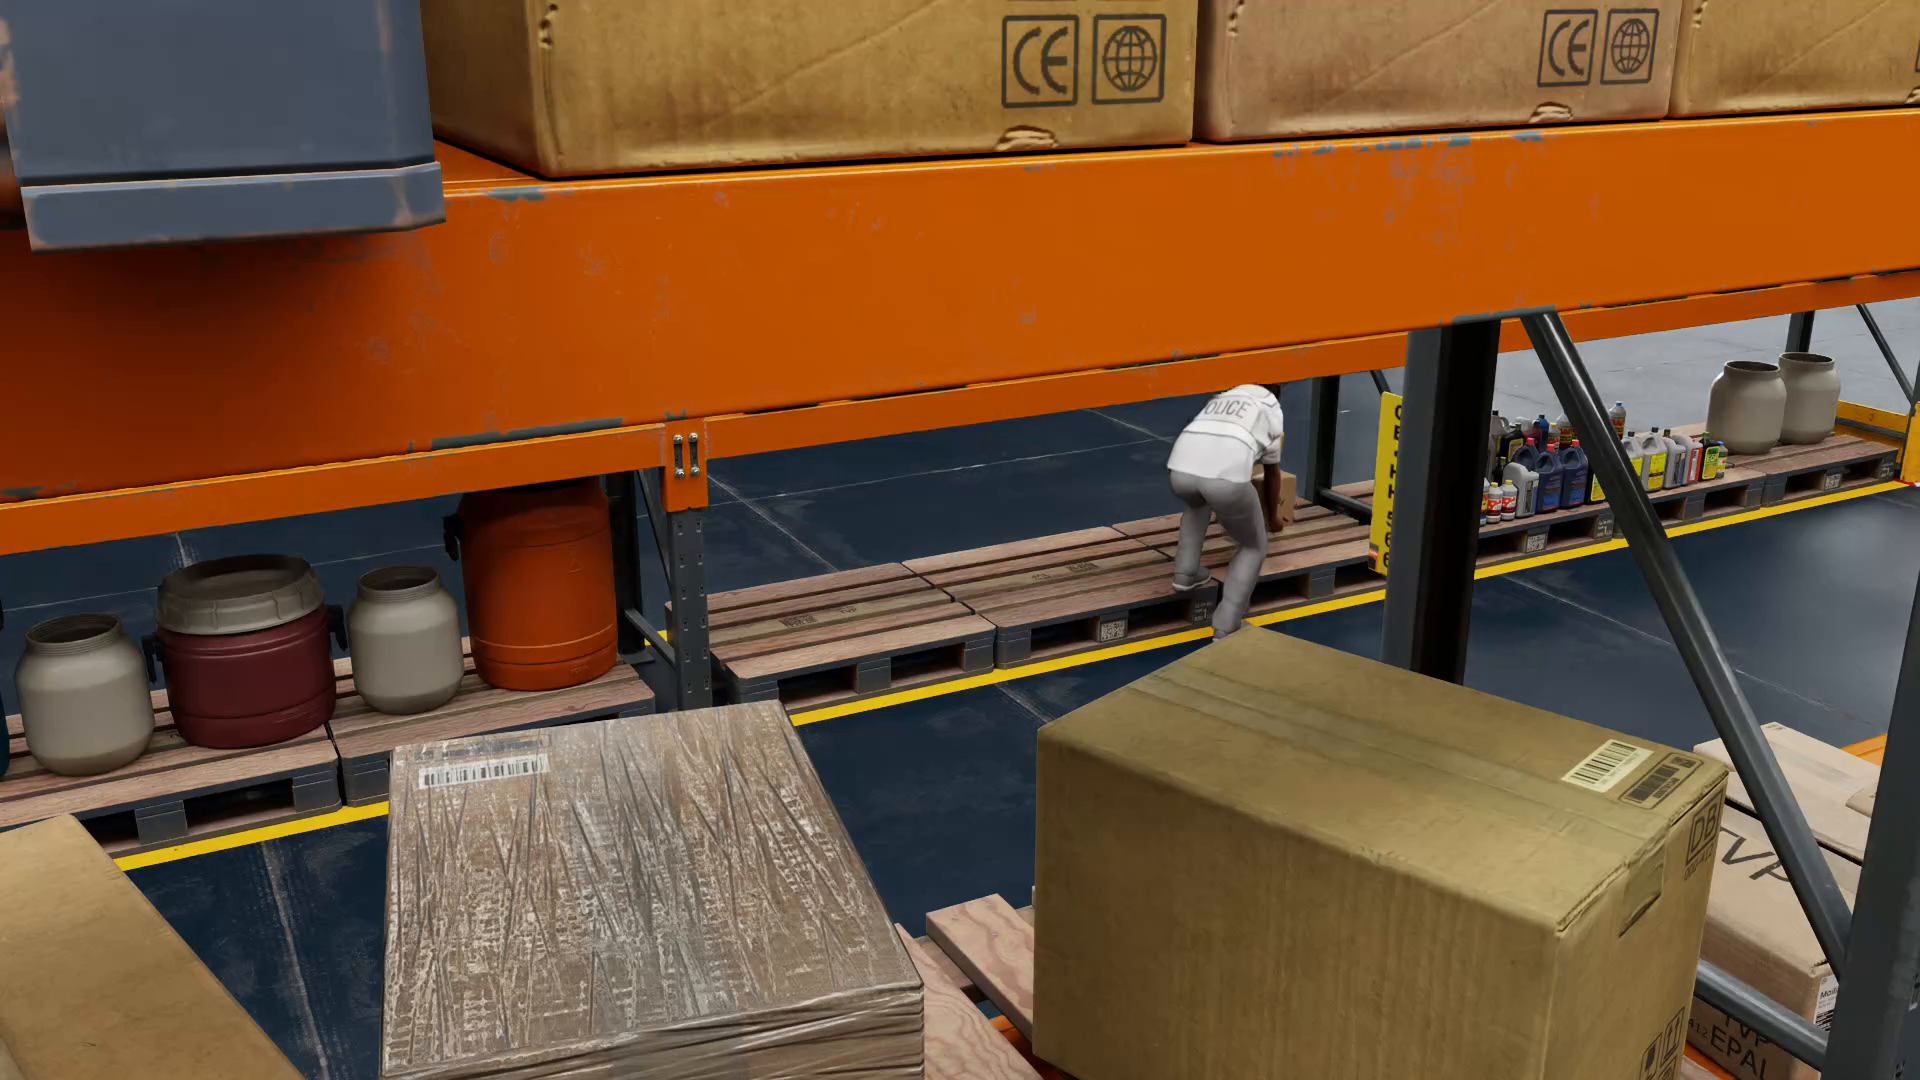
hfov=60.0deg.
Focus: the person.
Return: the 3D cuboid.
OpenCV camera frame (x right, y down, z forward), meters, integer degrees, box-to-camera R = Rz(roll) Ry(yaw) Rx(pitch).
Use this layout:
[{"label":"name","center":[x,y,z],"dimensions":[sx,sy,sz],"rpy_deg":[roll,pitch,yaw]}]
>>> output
[{"label":"person","center":[1.280,-0.204,7.813],"dimensions":[0.464,1.256,0.891],"rpy_deg":[13,22,33]}]
